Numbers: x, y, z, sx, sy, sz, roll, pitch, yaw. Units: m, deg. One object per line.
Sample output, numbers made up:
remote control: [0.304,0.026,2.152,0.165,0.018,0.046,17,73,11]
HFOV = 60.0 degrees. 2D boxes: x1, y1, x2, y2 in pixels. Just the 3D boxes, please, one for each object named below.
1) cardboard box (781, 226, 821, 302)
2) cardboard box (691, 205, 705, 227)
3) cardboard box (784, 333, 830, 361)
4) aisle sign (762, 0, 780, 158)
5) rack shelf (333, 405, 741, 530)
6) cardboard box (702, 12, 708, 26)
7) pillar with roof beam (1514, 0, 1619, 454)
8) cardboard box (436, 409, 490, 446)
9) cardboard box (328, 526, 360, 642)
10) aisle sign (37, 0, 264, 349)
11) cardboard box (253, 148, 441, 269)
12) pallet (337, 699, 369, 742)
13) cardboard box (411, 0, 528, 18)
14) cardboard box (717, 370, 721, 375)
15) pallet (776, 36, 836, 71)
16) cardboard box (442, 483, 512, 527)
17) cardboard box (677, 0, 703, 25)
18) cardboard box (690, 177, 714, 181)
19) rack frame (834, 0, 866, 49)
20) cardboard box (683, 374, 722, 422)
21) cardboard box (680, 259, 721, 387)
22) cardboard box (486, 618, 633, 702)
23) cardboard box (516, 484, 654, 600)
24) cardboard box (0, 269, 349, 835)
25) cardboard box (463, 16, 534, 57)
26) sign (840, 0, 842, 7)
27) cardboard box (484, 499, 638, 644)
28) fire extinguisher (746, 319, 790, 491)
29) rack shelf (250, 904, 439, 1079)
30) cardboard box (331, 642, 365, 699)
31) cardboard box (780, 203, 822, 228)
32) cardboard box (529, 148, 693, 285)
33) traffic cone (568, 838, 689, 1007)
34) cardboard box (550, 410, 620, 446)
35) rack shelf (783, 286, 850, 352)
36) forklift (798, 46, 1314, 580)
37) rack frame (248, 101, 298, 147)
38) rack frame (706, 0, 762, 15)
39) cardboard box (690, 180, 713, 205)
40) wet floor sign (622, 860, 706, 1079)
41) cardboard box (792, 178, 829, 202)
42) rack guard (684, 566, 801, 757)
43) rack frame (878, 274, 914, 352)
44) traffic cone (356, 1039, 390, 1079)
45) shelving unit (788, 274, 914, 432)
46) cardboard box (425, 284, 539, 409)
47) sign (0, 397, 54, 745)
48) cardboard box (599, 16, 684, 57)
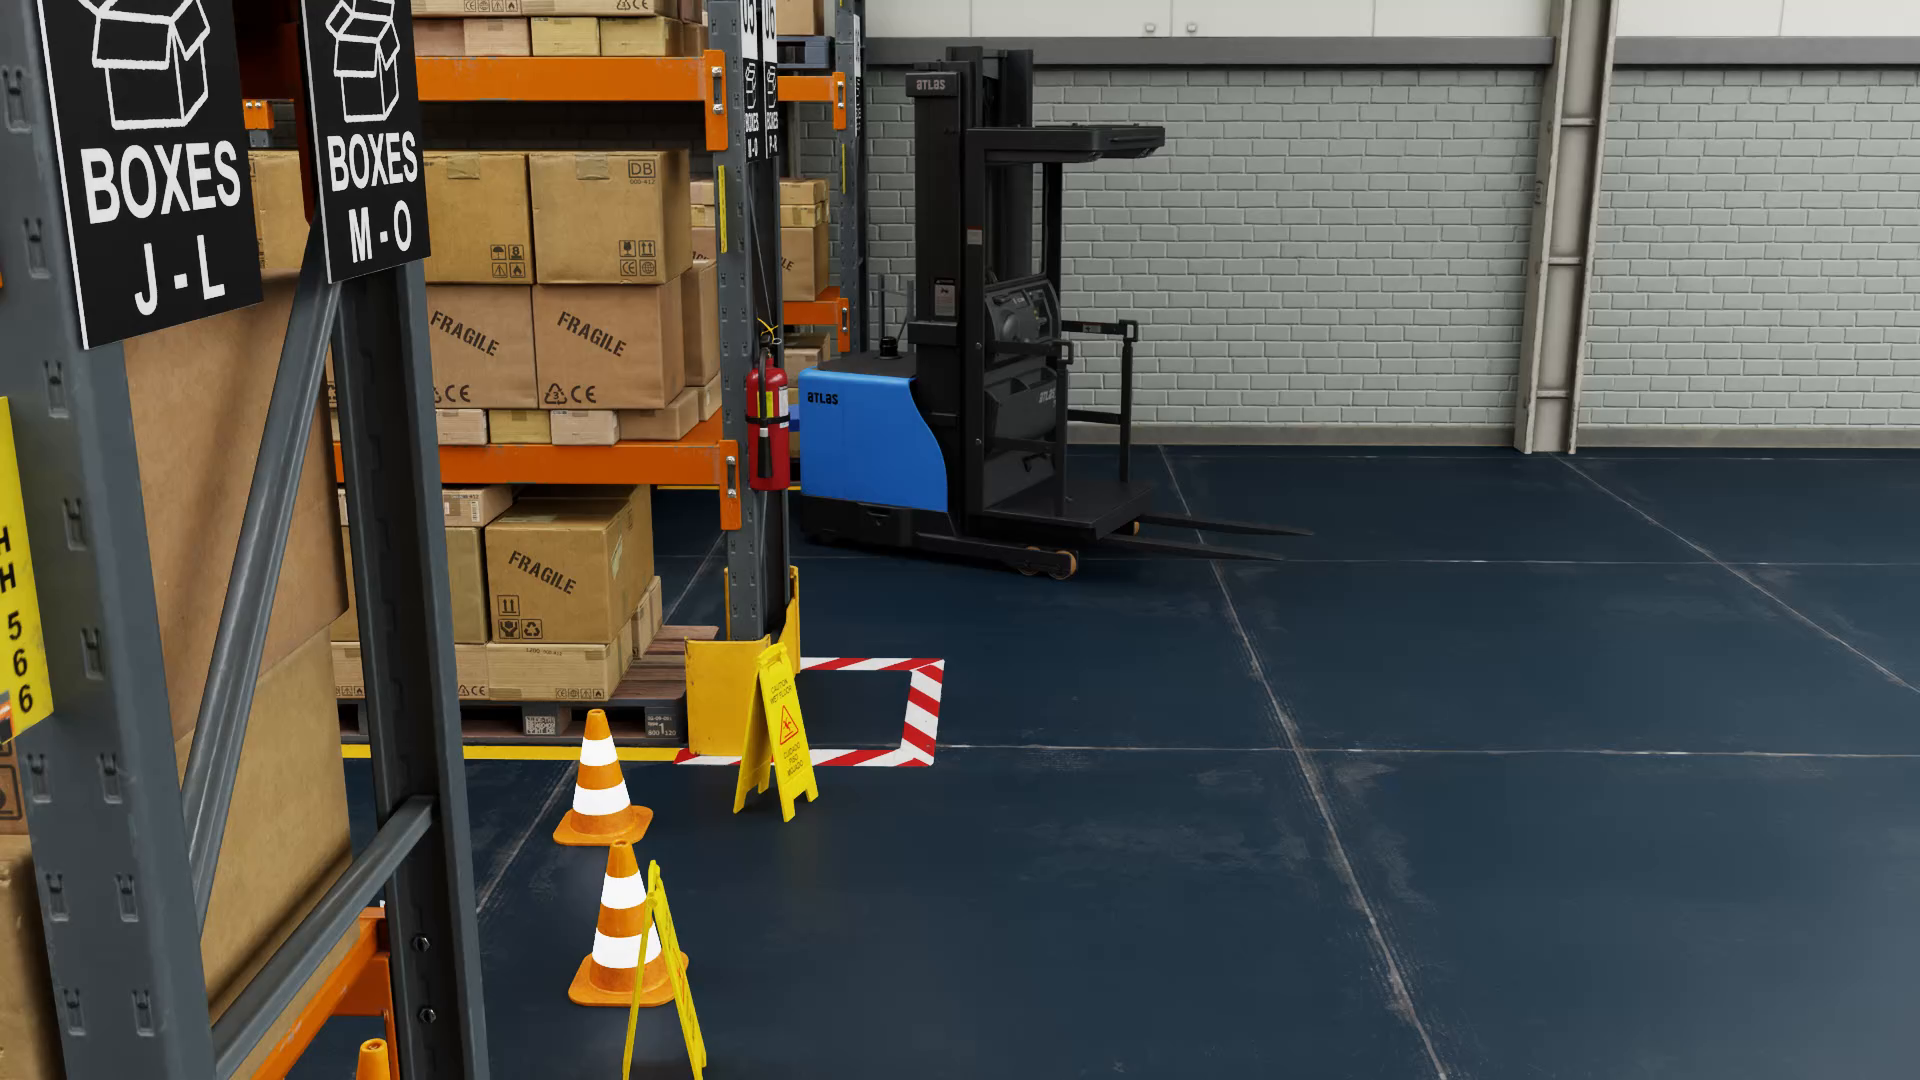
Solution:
cardboard box: [-1.251,-1.948,11.649,0.500,0.500,0.500,0,15,0]
cardboard box: [-1.868,-2.272,11.605,0.250,0.149,0.380,0,15,1]
cardboard box: [-1.228,-1.372,12.267,0.500,0.250,0.500,0,15,1]
aisle sign: [-0.806,-2.033,7.071,0.004,0.787,0.394,0,15,1]
rack shelf: [-2.875,-0.363,7.246,4.000,0.370,1.077,0,15,1]
cardboard box: [-1.589,-3.472,11.213,0.250,0.149,0.380,0,15,0]
pillar with roof beam: [4.462,-3.962,7.717,0.400,9.000,9.100,0,15,1]
cardboard box: [-2.025,-0.499,6.843,0.250,0.149,0.380,1,15,2]
cardboard box: [-2.710,0.120,7.103,0.500,0.500,0.500,0,15,0]
aisle sign: [-0.838,-0.615,1.694,0.004,0.787,0.394,0,15,1]
cardboard box: [-2.410,-1.303,6.661,0.500,0.500,0.700,0,15,1]
pallet: [-2.980,0.627,7.550,1.213,0.211,1.003,0,15,1]
cardboard box: [-1.897,-2.161,6.482,0.500,0.250,0.500,0,15,1]
cardboard box: [-1.732,-1.246,11.789,0.500,0.250,0.500,1,15,2]
pallet: [-1.459,-3.383,11.574,1.213,0.211,1.003,0,15,1]
cardboard box: [-2.052,-0.172,6.936,0.250,0.149,0.380,1,15,3]
cardboard box: [-1.372,-2.291,6.973,0.500,0.250,0.500,0,15,0]
cardboard box: [-1.855,-2.540,12.037,0.250,0.149,0.380,0,15,2]
rack frame: [-0.753,-4.864,11.138,0.127,3.000,1.000,0,15,1]
cardboard box: [-1.210,-0.631,7.346,0.250,0.149,0.380,0,15,2]
cardboard box: [-1.342,-0.964,7.334,0.500,0.500,0.500,0,15,1]
cardboard box: [-1.715,0.492,7.163,0.500,0.250,0.500,0,15,1]
cardboard box: [-1.699,-0.010,7.594,0.500,0.500,0.500,0,15,0]
cardboard box: [-1.271,-0.042,2.208,0.550,0.550,0.875,0,15,1]
cardboard box: [-1.754,-1.961,6.507,0.250,0.149,0.380,1,15,3]
sign: [-0.781,-3.666,10.893,0.005,0.325,0.100,0,15,1]
cardboard box: [-1.683,0.127,7.074,0.500,0.500,0.500,0,15,2]
fire extinguisher: [-0.773,-0.542,6.667,0.183,0.674,0.296,0,15,1]
rack shelf: [-2.901,0.900,2.459,4.000,0.370,1.077,0,15,1]
cardboard box: [-2.732,0.485,7.190,0.500,0.250,0.500,0,15,-1]
cardboard box: [-1.107,-2.256,11.545,0.250,0.149,0.380,1,15,2]
cardboard box: [-1.392,-1.321,6.728,0.500,0.500,0.700,0,15,0]
traffic cone: [-1.027,1.140,5.111,0.334,0.463,0.336,0,15,1]
cardboard box: [-1.511,-0.498,6.839,0.250,0.149,0.380,0,15,1]
rack shelf: [-2.752,-1.629,12.044,4.000,0.370,1.077,0,15,1]
forklift: [0.555,-1.345,9.693,3.031,2.935,1.130,7,16,26]
rack frame: [-4.752,-1.990,12.002,0.127,3.000,1.000,0,15,1]
rack frame: [-0.876,-3.599,6.340,0.127,3.000,1.000,0,15,1]
cardboard box: [-1.873,-2.427,11.609,0.250,0.149,0.380,0,15,2]
wet floor sign: [-0.822,1.199,4.531,0.232,0.644,0.267,-2,15,-8]
cardboard box: [-1.083,-2.526,11.984,0.250,0.149,0.380,0,15,0]
rack guard: [-0.952,0.510,7.426,0.348,0.500,1.175,0,15,1]
rack frame: [-0.432,-1.033,11.314,0.032,1.500,0.500,-8,17,-26]
traffic cone: [-1.396,1.426,4.027,0.334,0.463,0.336,0,15,1]
shelving unit: [-0.883,-0.973,11.089,1.048,1.500,0.538,-8,17,-26]
cardboard box: [-1.926,-0.828,6.818,0.500,0.500,0.500,0,15,2]
sign: [-0.929,0.029,1.616,0.005,0.325,0.100,0,15,1]
cardboard box: [-1.240,-1.958,6.493,0.250,0.149,0.380,0,15,2]
